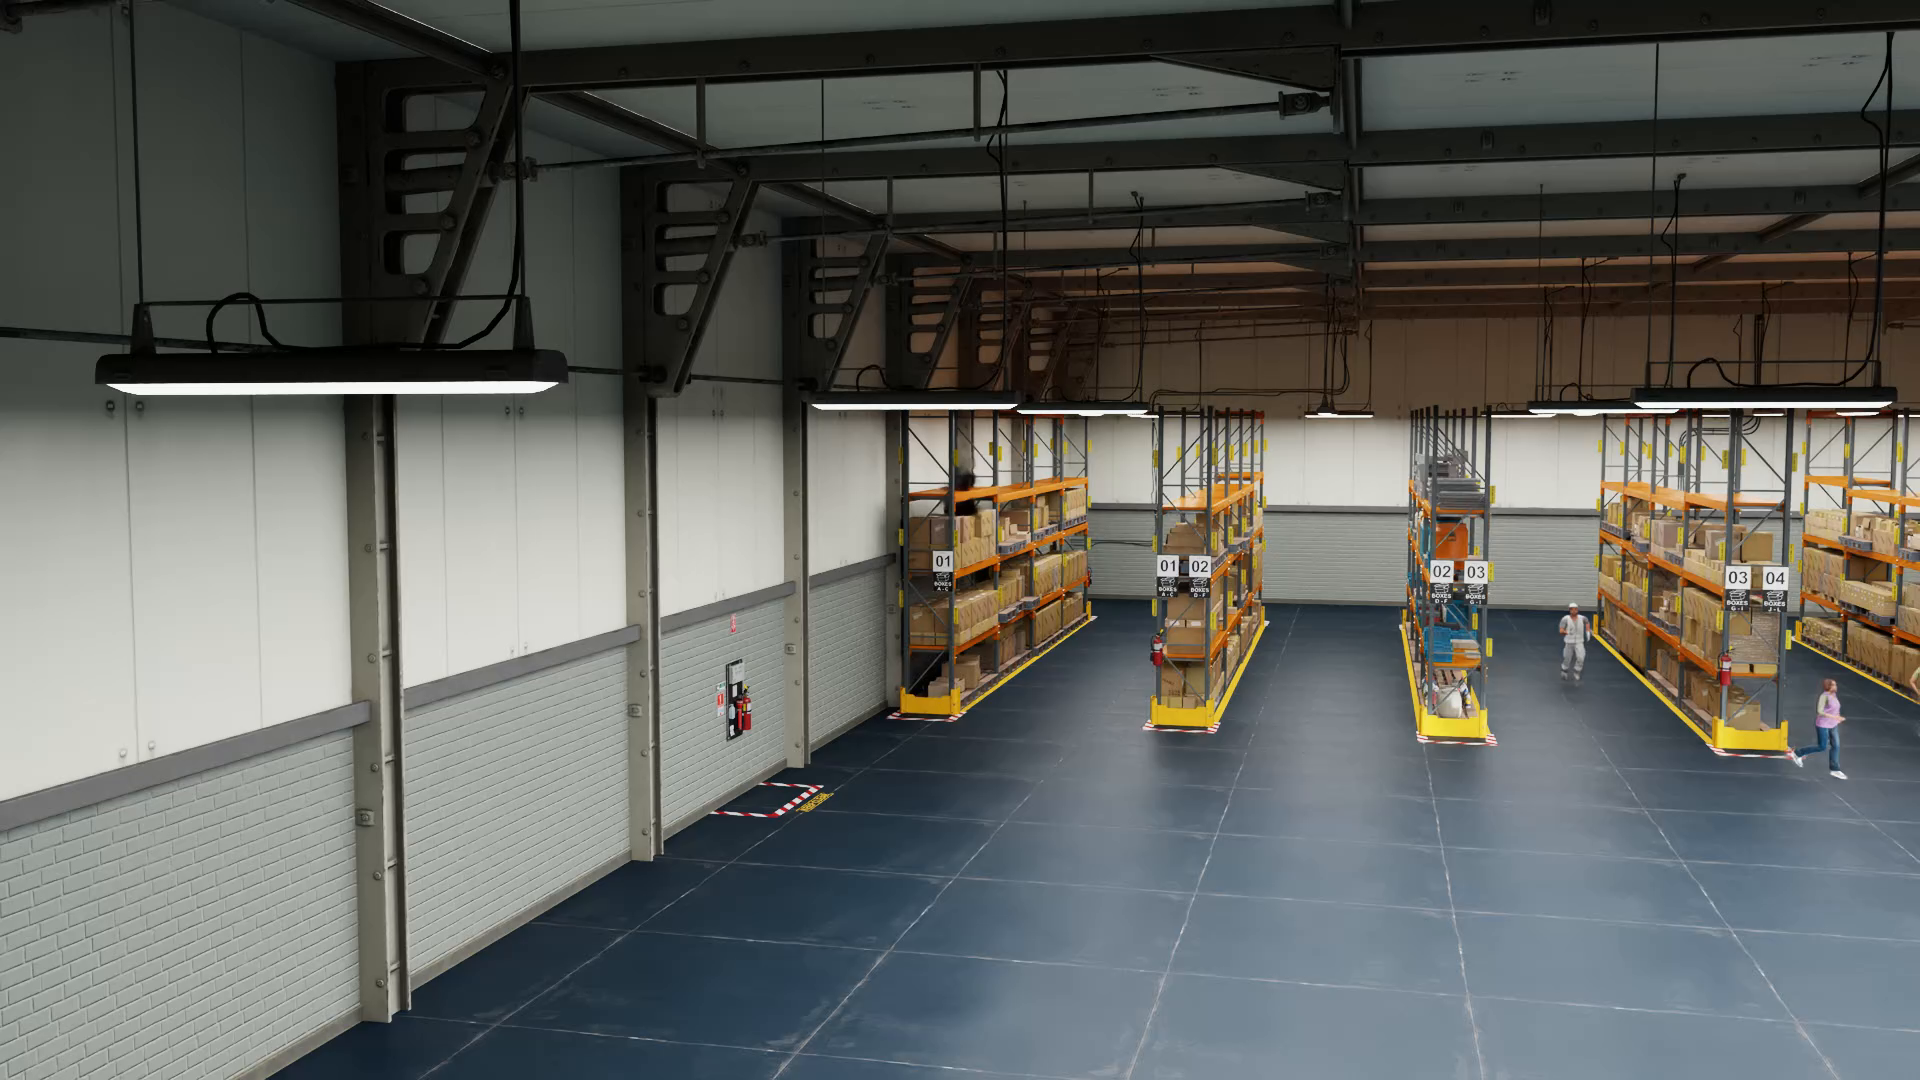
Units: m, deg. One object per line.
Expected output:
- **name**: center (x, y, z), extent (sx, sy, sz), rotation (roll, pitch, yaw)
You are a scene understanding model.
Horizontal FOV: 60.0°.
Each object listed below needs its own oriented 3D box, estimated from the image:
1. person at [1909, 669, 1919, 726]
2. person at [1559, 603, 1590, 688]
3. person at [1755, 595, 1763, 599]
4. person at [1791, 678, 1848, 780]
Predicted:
- **person**: center (17.094, 2.806, 29.339), extent (0.599, 1.640, 0.674), rotation (0, 4, 5)
- **person**: center (13.262, 2.256, 35.906), extent (0.674, 1.817, 0.904), rotation (1, 4, 11)
- **person**: center (20.395, 1.839, 42.639), extent (0.687, 1.681, 0.557), rotation (1, 4, 11)
- **person**: center (13.916, 3.013, 26.819), extent (0.550, 1.597, 0.840), rotation (-3, 5, -38)
